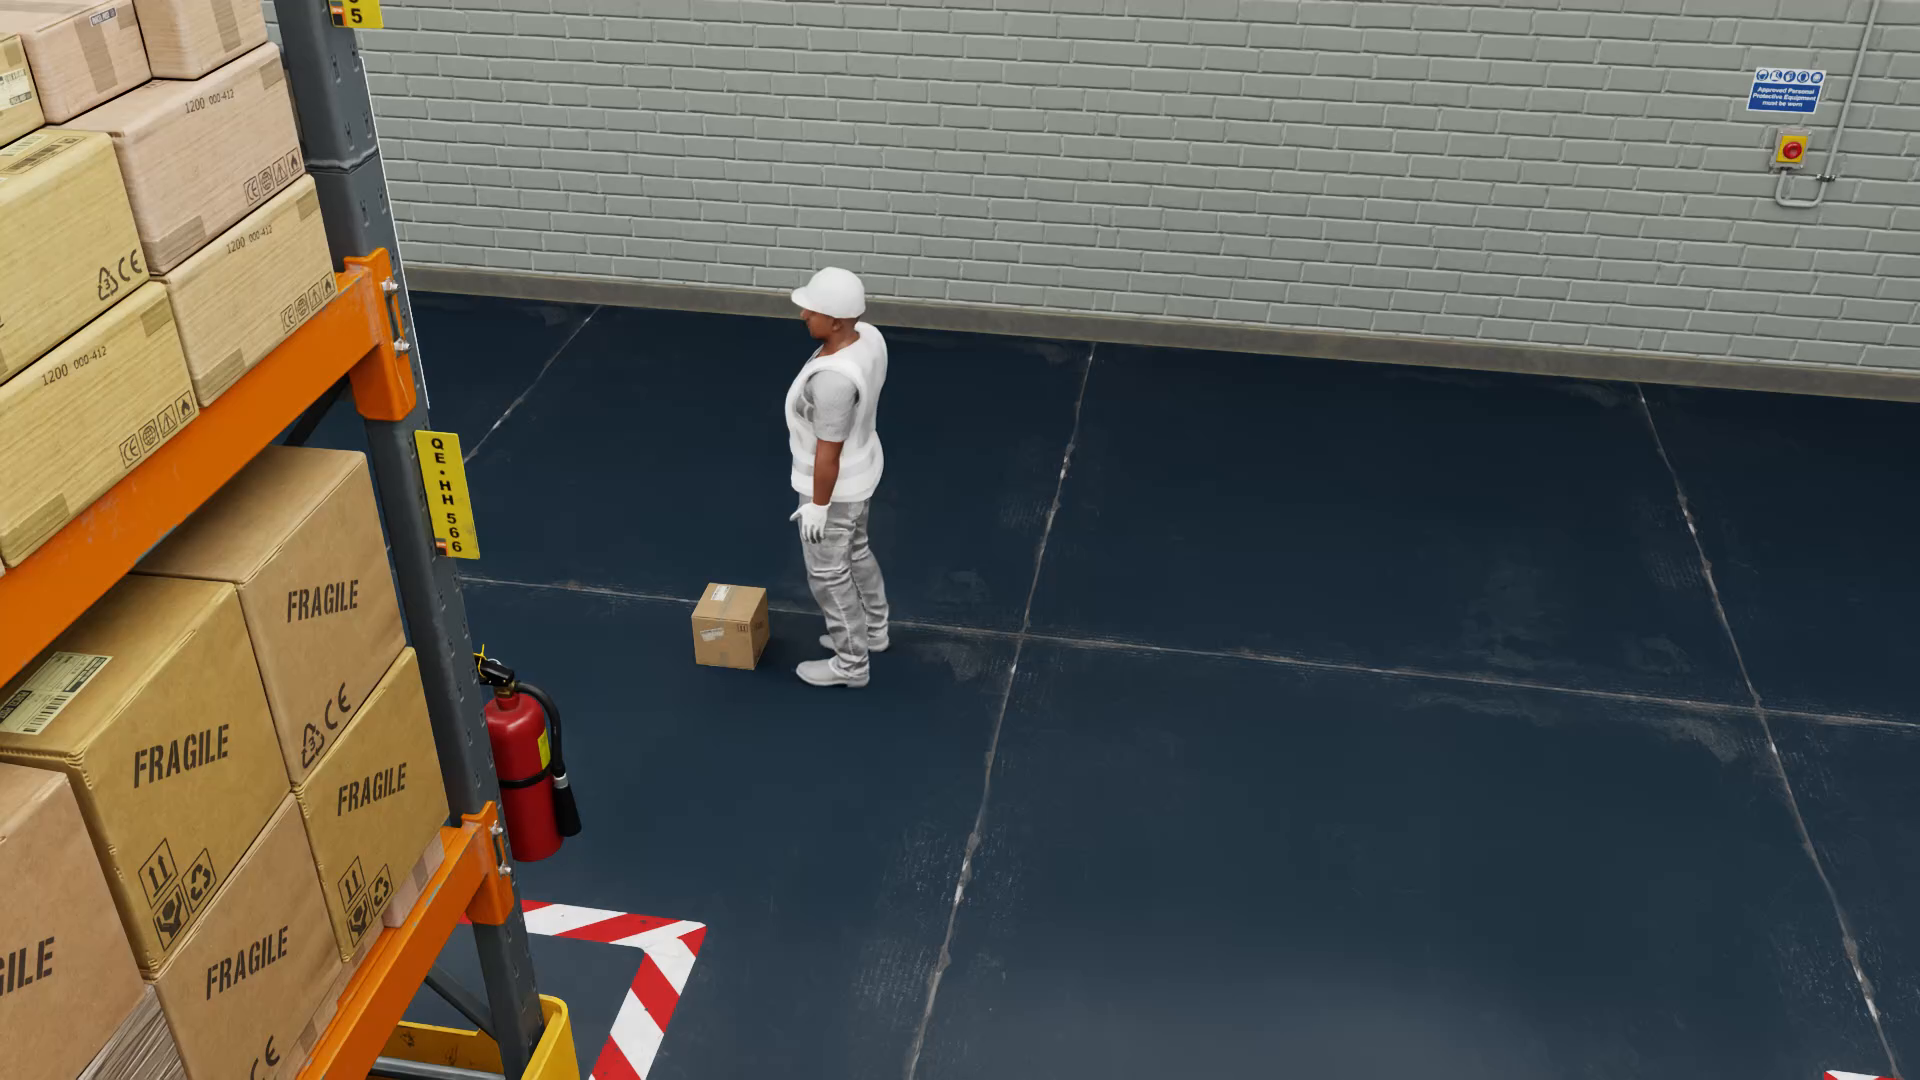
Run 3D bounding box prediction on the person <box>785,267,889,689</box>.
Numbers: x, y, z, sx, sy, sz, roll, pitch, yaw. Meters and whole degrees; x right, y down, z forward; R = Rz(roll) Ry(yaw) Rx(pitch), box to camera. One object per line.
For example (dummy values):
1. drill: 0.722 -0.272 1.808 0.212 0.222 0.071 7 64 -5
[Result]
1. person: -0.479 -0.221 6.491 0.361 1.801 0.541 6 33 9
